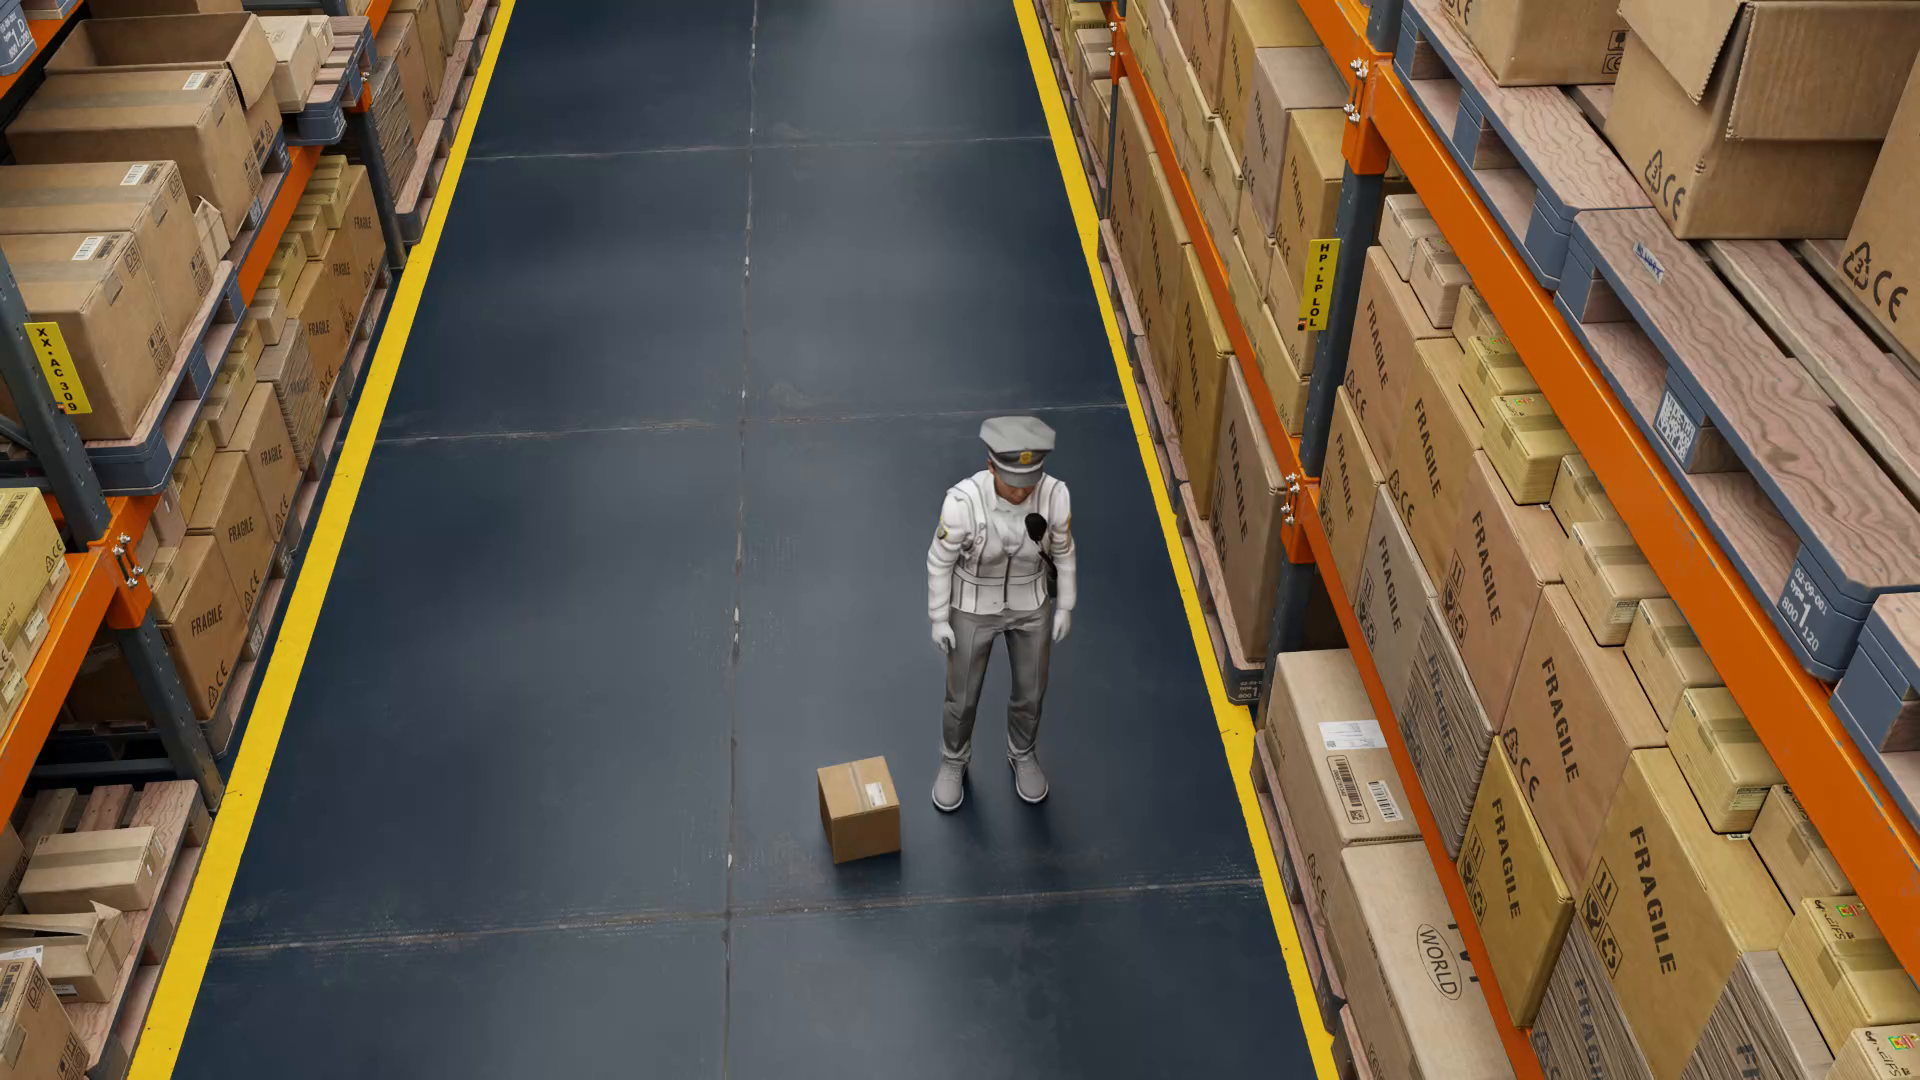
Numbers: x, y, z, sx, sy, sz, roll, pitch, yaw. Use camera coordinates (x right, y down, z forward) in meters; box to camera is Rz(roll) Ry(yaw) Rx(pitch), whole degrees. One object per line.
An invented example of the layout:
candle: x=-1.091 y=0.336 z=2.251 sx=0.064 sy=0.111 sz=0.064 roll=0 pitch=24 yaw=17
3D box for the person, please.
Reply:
person: x=0.150 y=0.265 z=5.830 sx=0.535 sy=1.662 sz=0.344 roll=-5 pitch=40 yaw=-6
